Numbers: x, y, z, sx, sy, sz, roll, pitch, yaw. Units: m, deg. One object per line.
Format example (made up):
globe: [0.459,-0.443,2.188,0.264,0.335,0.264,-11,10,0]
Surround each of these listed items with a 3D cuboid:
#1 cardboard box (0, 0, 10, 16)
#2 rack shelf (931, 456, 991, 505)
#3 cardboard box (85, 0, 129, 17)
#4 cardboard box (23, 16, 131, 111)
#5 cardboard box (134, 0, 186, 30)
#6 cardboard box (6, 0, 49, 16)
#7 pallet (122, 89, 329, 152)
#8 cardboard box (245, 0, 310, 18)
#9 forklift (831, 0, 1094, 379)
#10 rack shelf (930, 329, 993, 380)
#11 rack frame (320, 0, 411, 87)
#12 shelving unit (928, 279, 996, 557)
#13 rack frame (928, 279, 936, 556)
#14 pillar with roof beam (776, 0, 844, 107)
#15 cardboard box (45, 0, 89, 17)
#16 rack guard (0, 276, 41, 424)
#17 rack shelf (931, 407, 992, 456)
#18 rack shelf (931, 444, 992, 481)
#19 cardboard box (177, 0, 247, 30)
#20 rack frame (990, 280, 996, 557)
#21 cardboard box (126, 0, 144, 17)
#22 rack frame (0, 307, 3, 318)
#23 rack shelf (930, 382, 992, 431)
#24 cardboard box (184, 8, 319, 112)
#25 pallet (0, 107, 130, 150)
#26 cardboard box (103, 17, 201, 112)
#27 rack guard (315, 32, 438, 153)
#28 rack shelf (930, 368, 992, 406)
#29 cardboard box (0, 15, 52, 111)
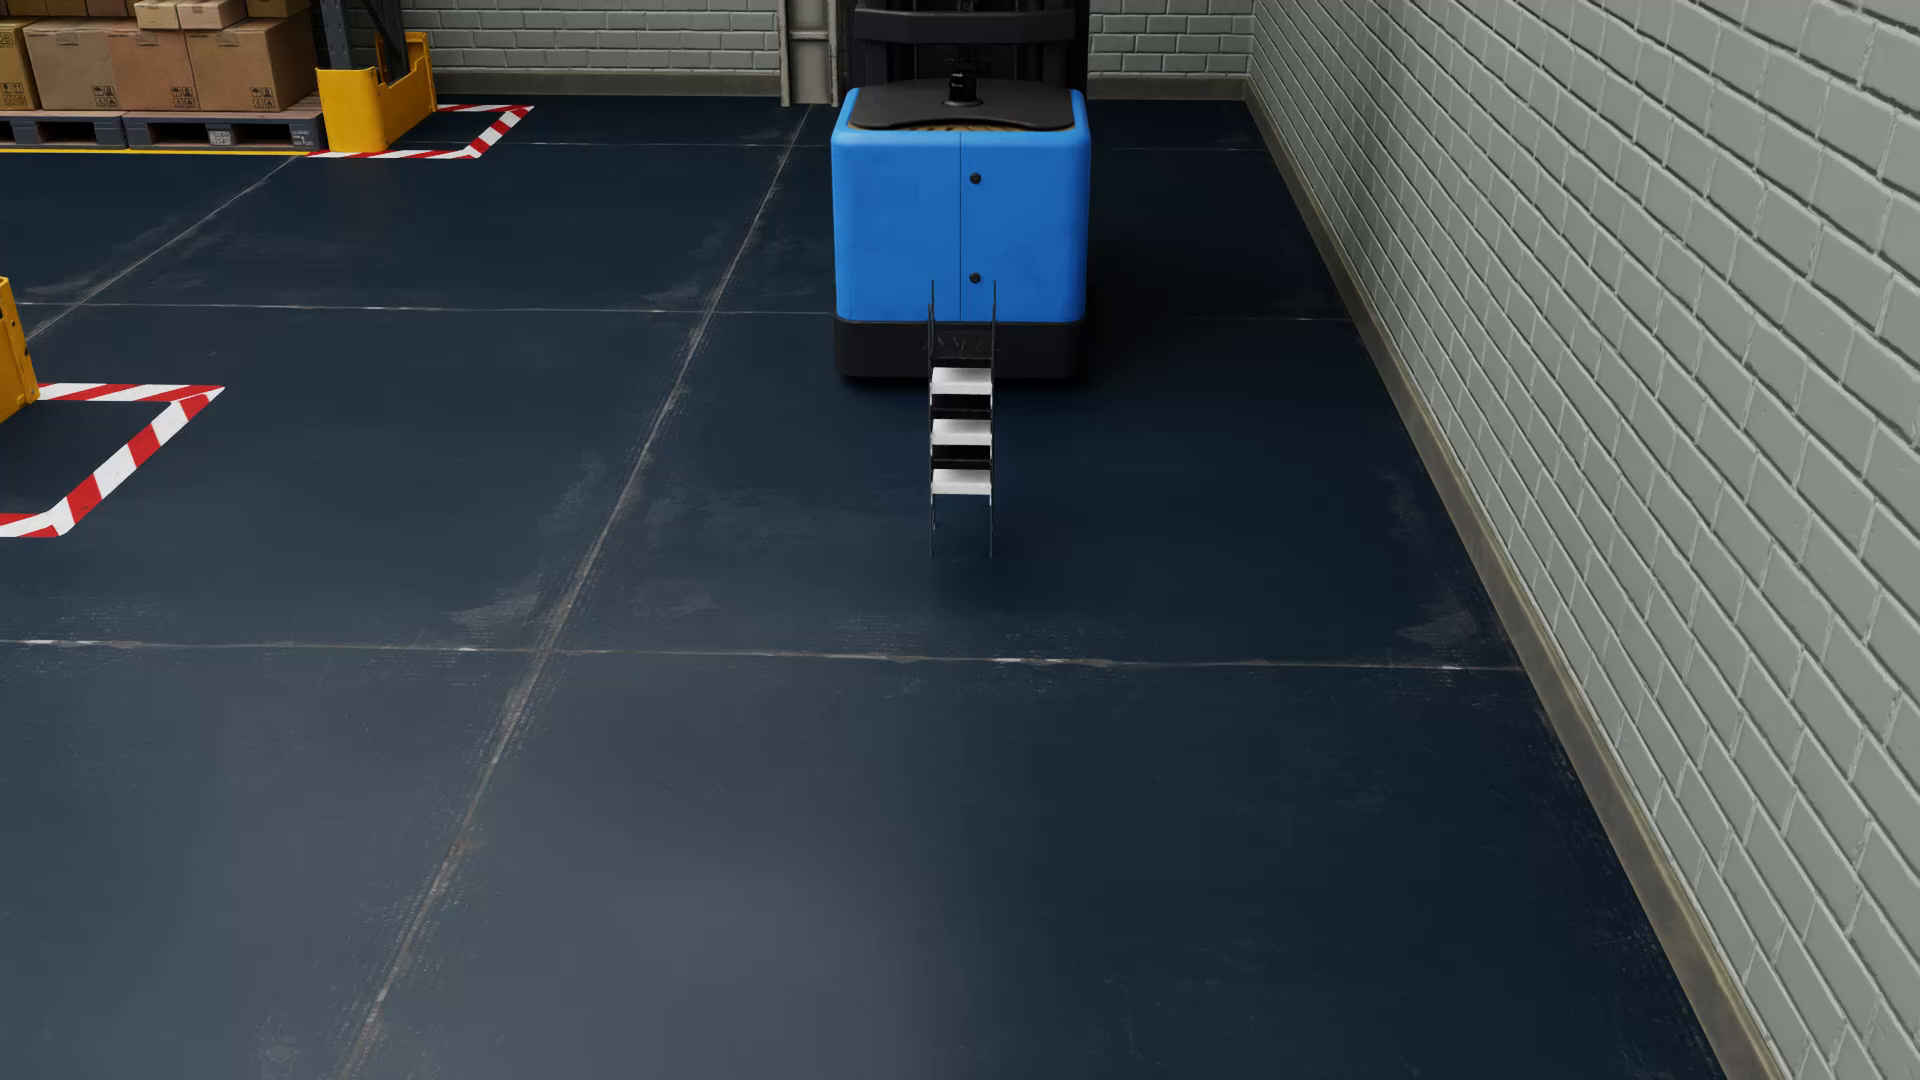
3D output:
cardboard box: [-6.090,-3.440,10.564,0.250,0.149,0.380,1,28,2]
rack shelf: [0.008,-0.209,5.639,0.200,0.077,0.258,1,28,2]
cardboard box: [-5.322,-3.428,10.542,0.250,0.149,0.380,1,28,3]
cardboard box: [-5.446,-3.050,10.521,0.500,0.500,0.700,0,28,0]
cardboard box: [-4.834,-3.241,10.189,0.250,0.149,0.380,2,28,3]
cardboard box: [-5.832,-3.436,10.557,0.250,0.149,0.380,0,28,1]
pallet: [-4.542,-2.732,10.679,1.213,0.211,1.003,1,28,2]
cardboard box: [-4.312,-3.412,10.511,0.250,0.149,0.380,1,28,2]
forklift: [0.039,-2.609,7.542,1.130,2.935,3.031,1,28,1]
rack shelf: [0.008,-0.607,5.428,0.200,0.077,0.258,1,28,2]
rack frame: [-3.741,-3.988,10.070,0.127,3.000,1.000,1,28,2]
shelving unit: [0.008,-0.397,5.539,0.210,0.900,0.258,1,28,2]
rack frame: [-0.093,-0.399,5.542,0.006,0.900,0.240,1,28,2]
pillar with roof beam: [-1.164,-4.983,5.543,0.400,9.000,9.100,1,28,2]
cardboard box: [-5.579,-3.432,10.549,0.250,0.149,0.380,1,28,2]
rack guard: [-3.988,-0.566,6.283,0.348,0.500,1.175,1,28,2]
rack shelf: [0.008,-0.368,5.555,0.200,0.077,0.258,1,28,2]
rack shelf: [0.008,-0.288,5.597,0.200,0.077,0.258,1,28,2]
cardboard box: [-4.578,-3.237,10.181,0.250,0.149,0.380,1,28,1]
rack frame: [0.110,-0.396,5.536,0.006,0.900,0.240,1,28,2]
cardboard box: [-5.068,-3.424,10.534,0.250,0.149,0.380,1,28,2]
rack frame: [-3.912,-1.669,5.695,0.127,3.000,1.000,1,28,2]
rack shelf: [0.008,-0.448,5.512,0.200,0.077,0.258,1,28,2]
cardboard box: [-4.444,-3.033,10.490,0.500,0.500,0.700,1,28,2]
pallet: [-5.758,-2.754,10.719,1.213,0.211,1.003,1,28,2]
cardboard box: [-4.944,-3.042,10.506,0.500,0.500,0.700,1,28,2]
rack guard: [-3.717,-2.883,10.654,0.348,0.500,1.175,1,28,2]
rack shelf: [0.008,-0.527,5.470,0.200,0.077,0.258,1,28,2]
cardboard box: [-5.979,-3.055,10.531,0.500,0.500,0.700,2,28,3]
